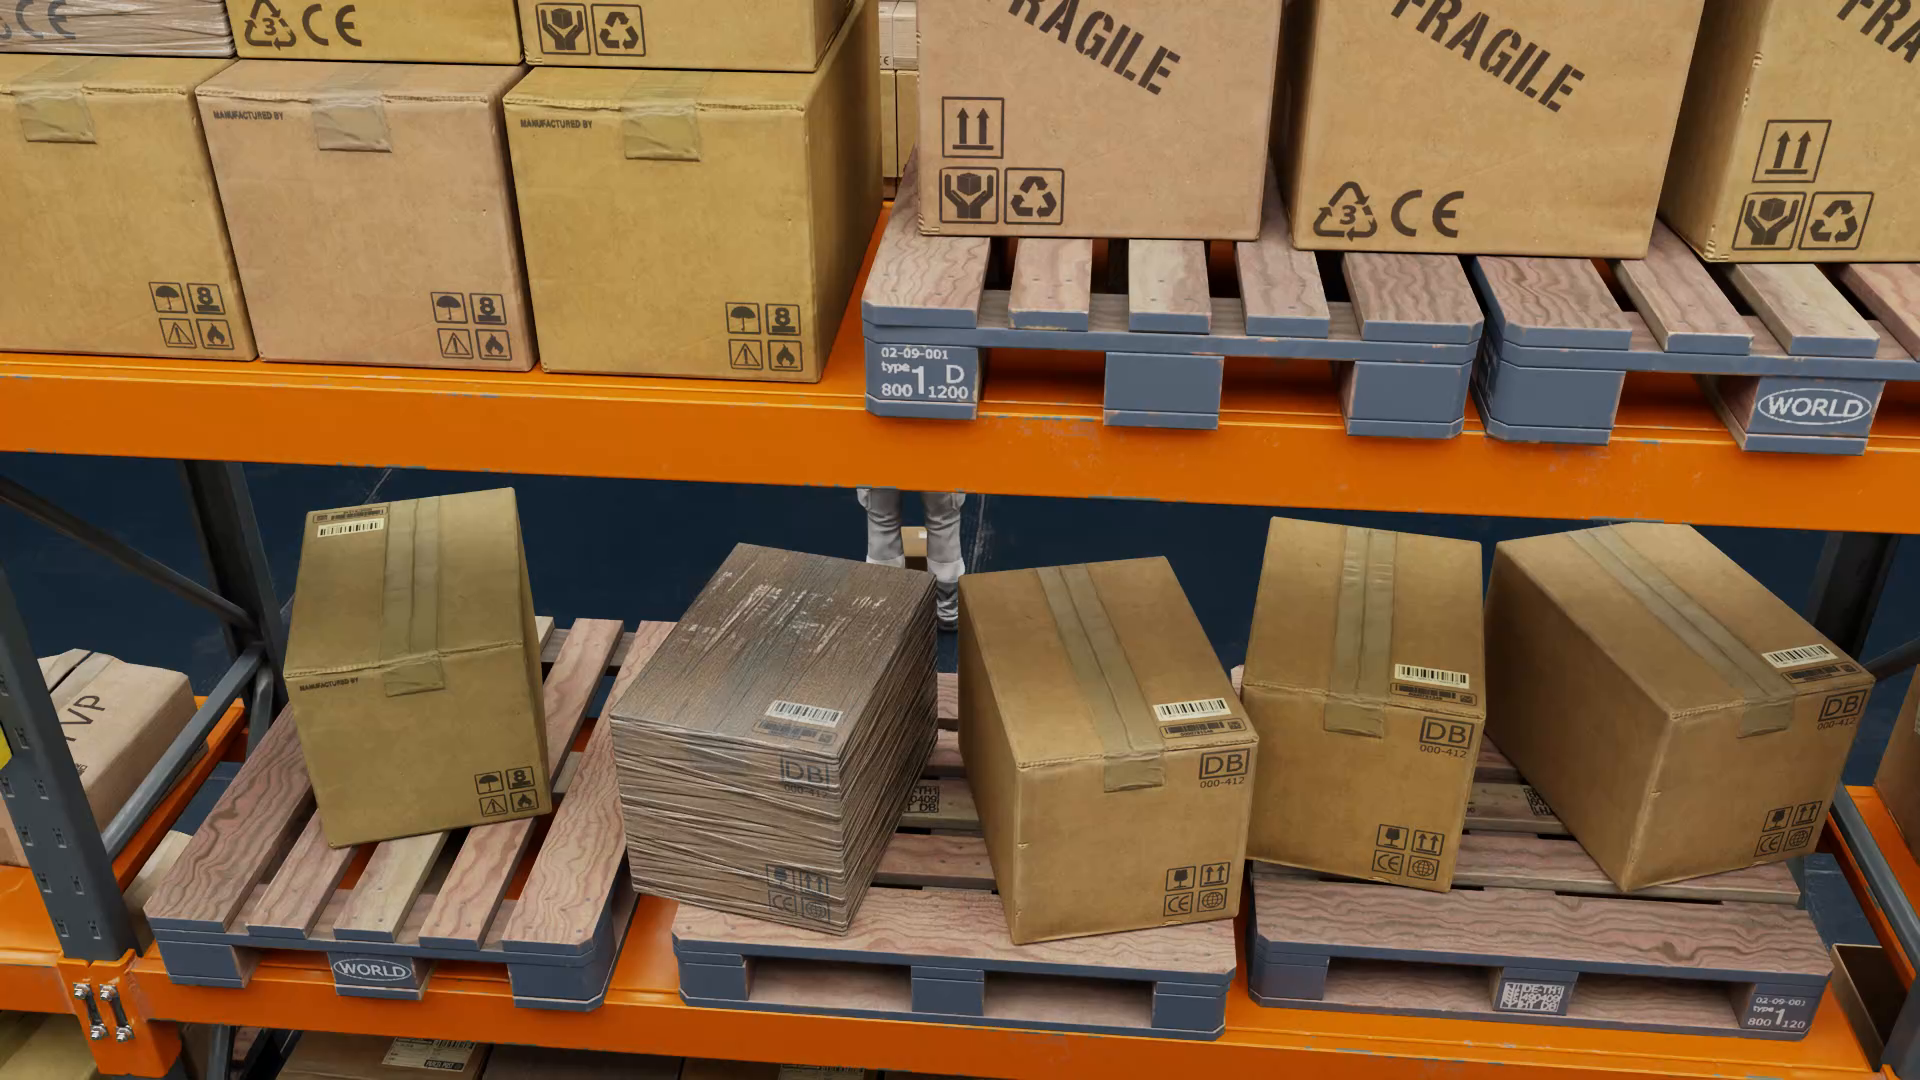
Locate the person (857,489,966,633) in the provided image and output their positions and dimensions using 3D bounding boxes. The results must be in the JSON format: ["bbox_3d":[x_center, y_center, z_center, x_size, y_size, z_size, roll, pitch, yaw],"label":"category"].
[{"bbox_3d":[-0.218,-0.421,6.801,0.621,1.781,0.445,1,32,2],"label":"person"}]
